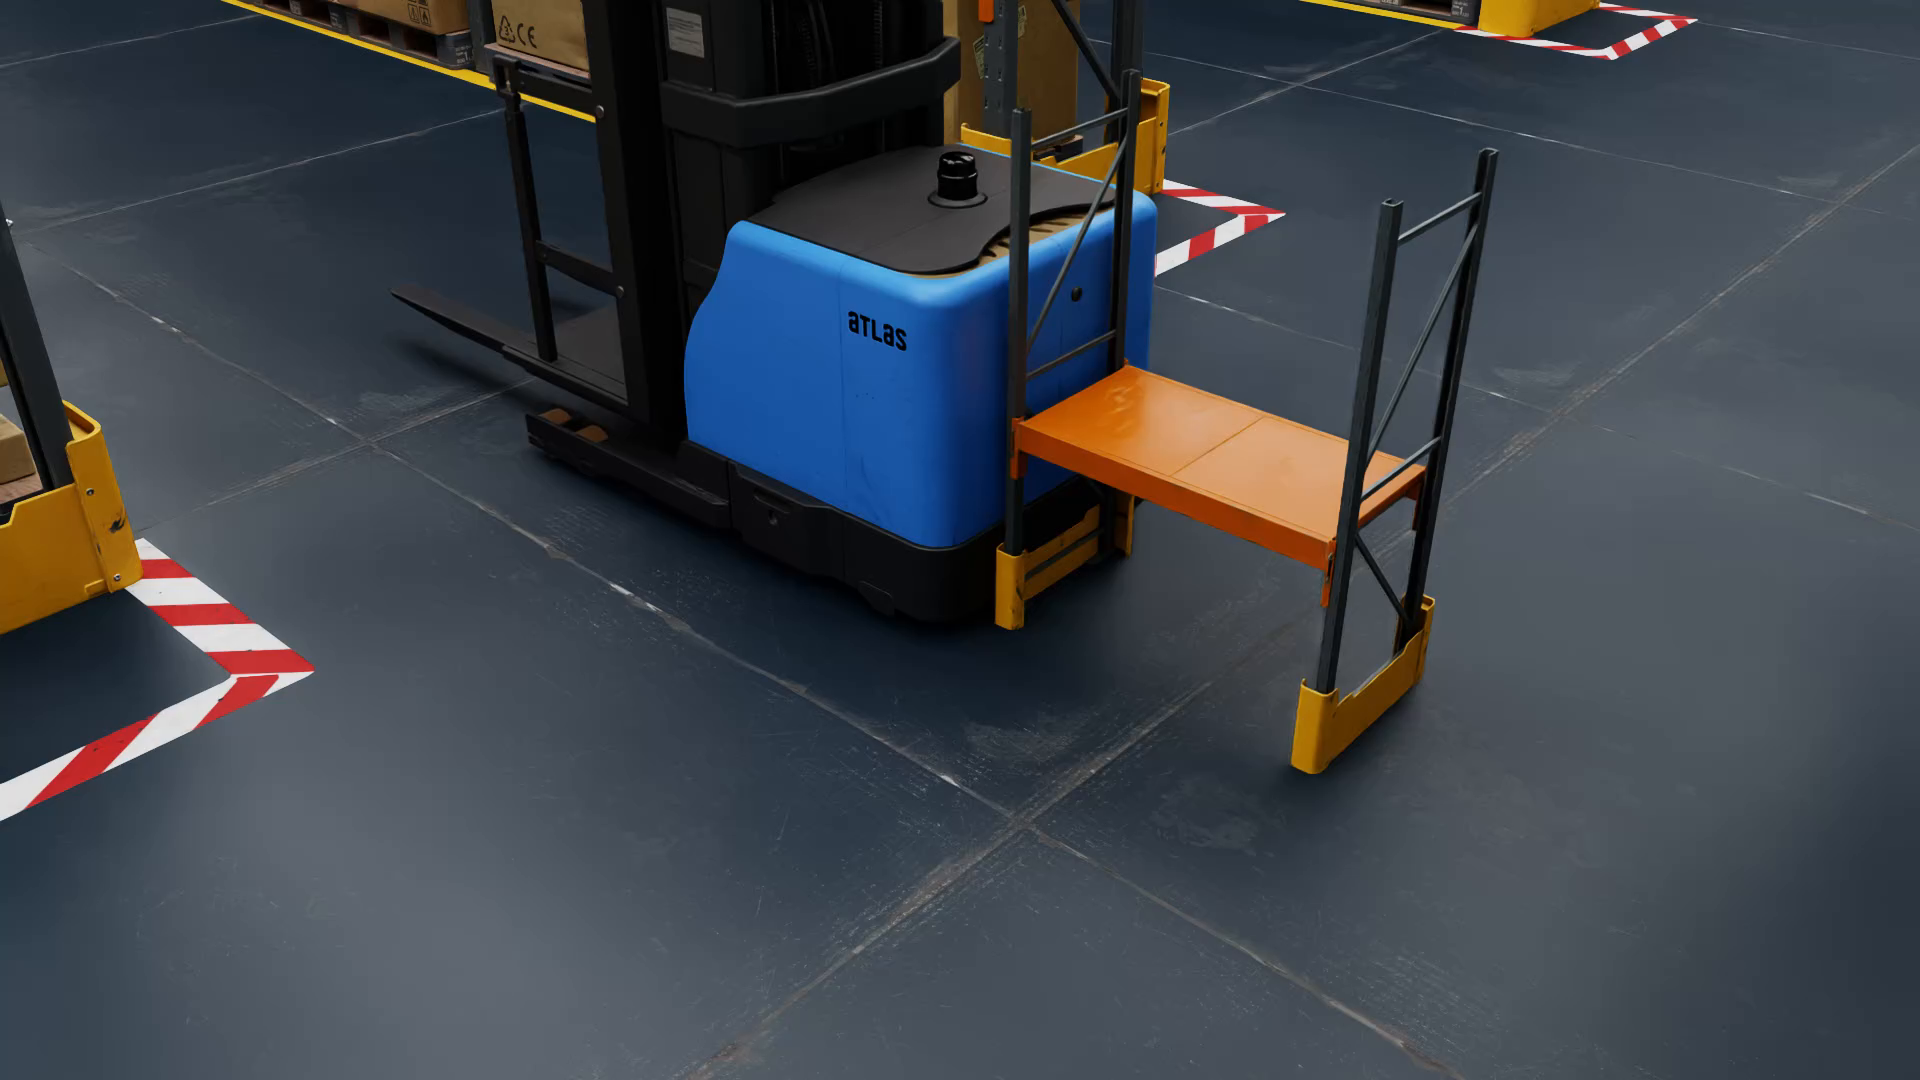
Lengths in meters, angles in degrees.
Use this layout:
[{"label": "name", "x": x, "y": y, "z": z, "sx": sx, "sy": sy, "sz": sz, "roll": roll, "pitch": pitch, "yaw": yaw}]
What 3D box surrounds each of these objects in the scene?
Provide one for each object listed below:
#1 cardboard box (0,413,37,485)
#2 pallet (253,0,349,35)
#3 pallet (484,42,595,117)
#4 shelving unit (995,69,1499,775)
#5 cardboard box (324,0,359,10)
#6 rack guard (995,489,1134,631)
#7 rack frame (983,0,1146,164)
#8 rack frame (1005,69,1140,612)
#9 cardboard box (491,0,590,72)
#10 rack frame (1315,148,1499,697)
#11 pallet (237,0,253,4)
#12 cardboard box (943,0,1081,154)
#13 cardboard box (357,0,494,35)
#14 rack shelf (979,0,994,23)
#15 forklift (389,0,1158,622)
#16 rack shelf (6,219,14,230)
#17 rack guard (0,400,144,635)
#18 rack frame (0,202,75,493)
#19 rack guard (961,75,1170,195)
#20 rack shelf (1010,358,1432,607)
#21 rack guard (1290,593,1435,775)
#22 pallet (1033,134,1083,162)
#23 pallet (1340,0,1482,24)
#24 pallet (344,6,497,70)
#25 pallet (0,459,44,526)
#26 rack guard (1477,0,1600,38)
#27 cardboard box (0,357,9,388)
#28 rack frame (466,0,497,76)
[{"label": "cardboard box", "x": -3.098, "y": -0.245, "z": 5.106, "sx": 0.250, "sy": 0.149, "sz": 0.380, "roll": 26, "pitch": 40, "yaw": 36}, {"label": "pallet", "x": -4.019, "y": -3.695, "z": 11.183, "sx": 1.213, "sy": 0.211, "sz": 1.003, "roll": 25, "pitch": 39, "yaw": 35}, {"label": "pallet", "x": -1.976, "y": -2.741, "z": 9.599, "sx": 1.213, "sy": 0.211, "sz": 1.003, "roll": 25, "pitch": 39, "yaw": 35}, {"label": "shelving unit", "x": 0.693, "y": -0.334, "z": 4.350, "sx": 1.083, "sy": 1.500, "sz": 0.587, "roll": 24, "pitch": 39, "yaw": 34}, {"label": "cardboard box", "x": -3.638, "y": -4.022, "z": 10.675, "sx": 0.875, "sy": 0.875, "sz": 1.225, "roll": 24, "pitch": 38, "yaw": 34}, {"label": "rack guard", "x": 0.317, "y": 0.033, "z": 4.953, "sx": 0.087, "sy": 0.250, "sz": 0.587, "roll": 24, "pitch": 39, "yaw": 34}, {"label": "rack frame", "x": 0.479, "y": -2.845, "z": 7.067, "sx": 0.127, "sy": 3.000, "sz": 1.000, "roll": 25, "pitch": 39, "yaw": 35}, {"label": "rack frame", "x": 0.303, "y": -0.509, "z": 4.641, "sx": 0.032, "sy": 1.500, "sz": 0.500, "roll": 24, "pitch": 39, "yaw": 34}, {"label": "cardboard box", "x": -2.051, "y": -3.240, "z": 9.376, "sx": 0.875, "sy": 0.875, "sz": 0.875, "roll": 25, "pitch": 39, "yaw": 35}, {"label": "rack frame", "x": 1.069, "y": -0.165, "z": 4.069, "sx": 0.032, "sy": 1.500, "sz": 0.500, "roll": 24, "pitch": 39, "yaw": 34}, {"label": "pallet", "x": -4.919, "y": -4.117, "z": 11.884, "sx": 1.213, "sy": 0.211, "sz": 1.003, "roll": 25, "pitch": 39, "yaw": 35}, {"label": "cardboard box", "x": -0.050, "y": -2.305, "z": 7.824, "sx": 0.875, "sy": 0.875, "sz": 0.875, "roll": 25, "pitch": 39, "yaw": 35}, {"label": "cardboard box", "x": -2.975, "y": -3.713, "z": 10.162, "sx": 0.875, "sy": 0.875, "sz": 1.225, "roll": 25, "pitch": 39, "yaw": 35}, {"label": "rack shelf", "x": -1.004, "y": -3.229, "z": 8.402, "sx": 4.000, "sy": 0.370, "sz": 1.077, "roll": 25, "pitch": 39, "yaw": 35}, {"label": "forklift", "x": -0.849, "y": -1.654, "z": 5.155, "sx": 3.031, "sy": 2.935, "sz": 1.130, "roll": 24, "pitch": 39, "yaw": 34}, {"label": "rack shelf", "x": -4.407, "y": -1.367, "z": 5.310, "sx": 4.000, "sy": 0.370, "sz": 1.077, "roll": 25, "pitch": 39, "yaw": 35}, {"label": "rack guard", "x": -2.981, "y": 0.062, "z": 4.663, "sx": 0.348, "sy": 0.500, "sz": 1.175, "roll": 25, "pitch": 39, "yaw": 35}, {"label": "rack frame", "x": -2.925, "y": -0.983, "z": 3.975, "sx": 0.127, "sy": 3.000, "sz": 1.000, "roll": 25, "pitch": 39, "yaw": 35}, {"label": "rack guard", "x": 0.496, "y": -1.766, "z": 7.698, "sx": 0.348, "sy": 0.500, "sz": 1.175, "roll": 25, "pitch": 39, "yaw": 35}, {"label": "rack shelf", "x": 0.686, "y": -0.183, "z": 4.448, "sx": 1.000, "sy": 0.185, "sz": 0.538, "roll": 24, "pitch": 39, "yaw": 34}, {"label": "rack guard", "x": 1.068, "y": 0.370, "z": 4.393, "sx": 0.087, "sy": 0.250, "sz": 0.587, "roll": 24, "pitch": 39, "yaw": 34}, {"label": "pallet", "x": -0.167, "y": -1.897, "z": 8.196, "sx": 1.213, "sy": 0.211, "sz": 1.003, "roll": 25, "pitch": 39, "yaw": 35}, {"label": "pallet", "x": 3.217, "y": -3.844, "z": 11.431, "sx": 1.213, "sy": 0.211, "sz": 1.003, "roll": 25, "pitch": 39, "yaw": 35}, {"label": "pallet", "x": -3.110, "y": -3.273, "z": 10.482, "sx": 1.213, "sy": 0.211, "sz": 1.003, "roll": 25, "pitch": 39, "yaw": 35}, {"label": "pallet", "x": -3.560, "y": -0.109, "z": 5.227, "sx": 1.213, "sy": 0.211, "sz": 1.003, "roll": 25, "pitch": 39, "yaw": 35}, {"label": "rack guard", "x": 3.829, "y": -3.664, "z": 10.852, "sx": 0.348, "sy": 0.500, "sz": 1.175, "roll": 25, "pitch": 39, "yaw": 35}, {"label": "cardboard box", "x": -3.085, "y": -0.508, "z": 4.965, "sx": 0.250, "sy": 0.149, "sz": 0.380, "roll": 23, "pitch": 38, "yaw": 33}, {"label": "rack frame", "x": -2.487, "y": -4.229, "z": 9.367, "sx": 0.127, "sy": 3.000, "sz": 1.000, "roll": 25, "pitch": 39, "yaw": 35}]
